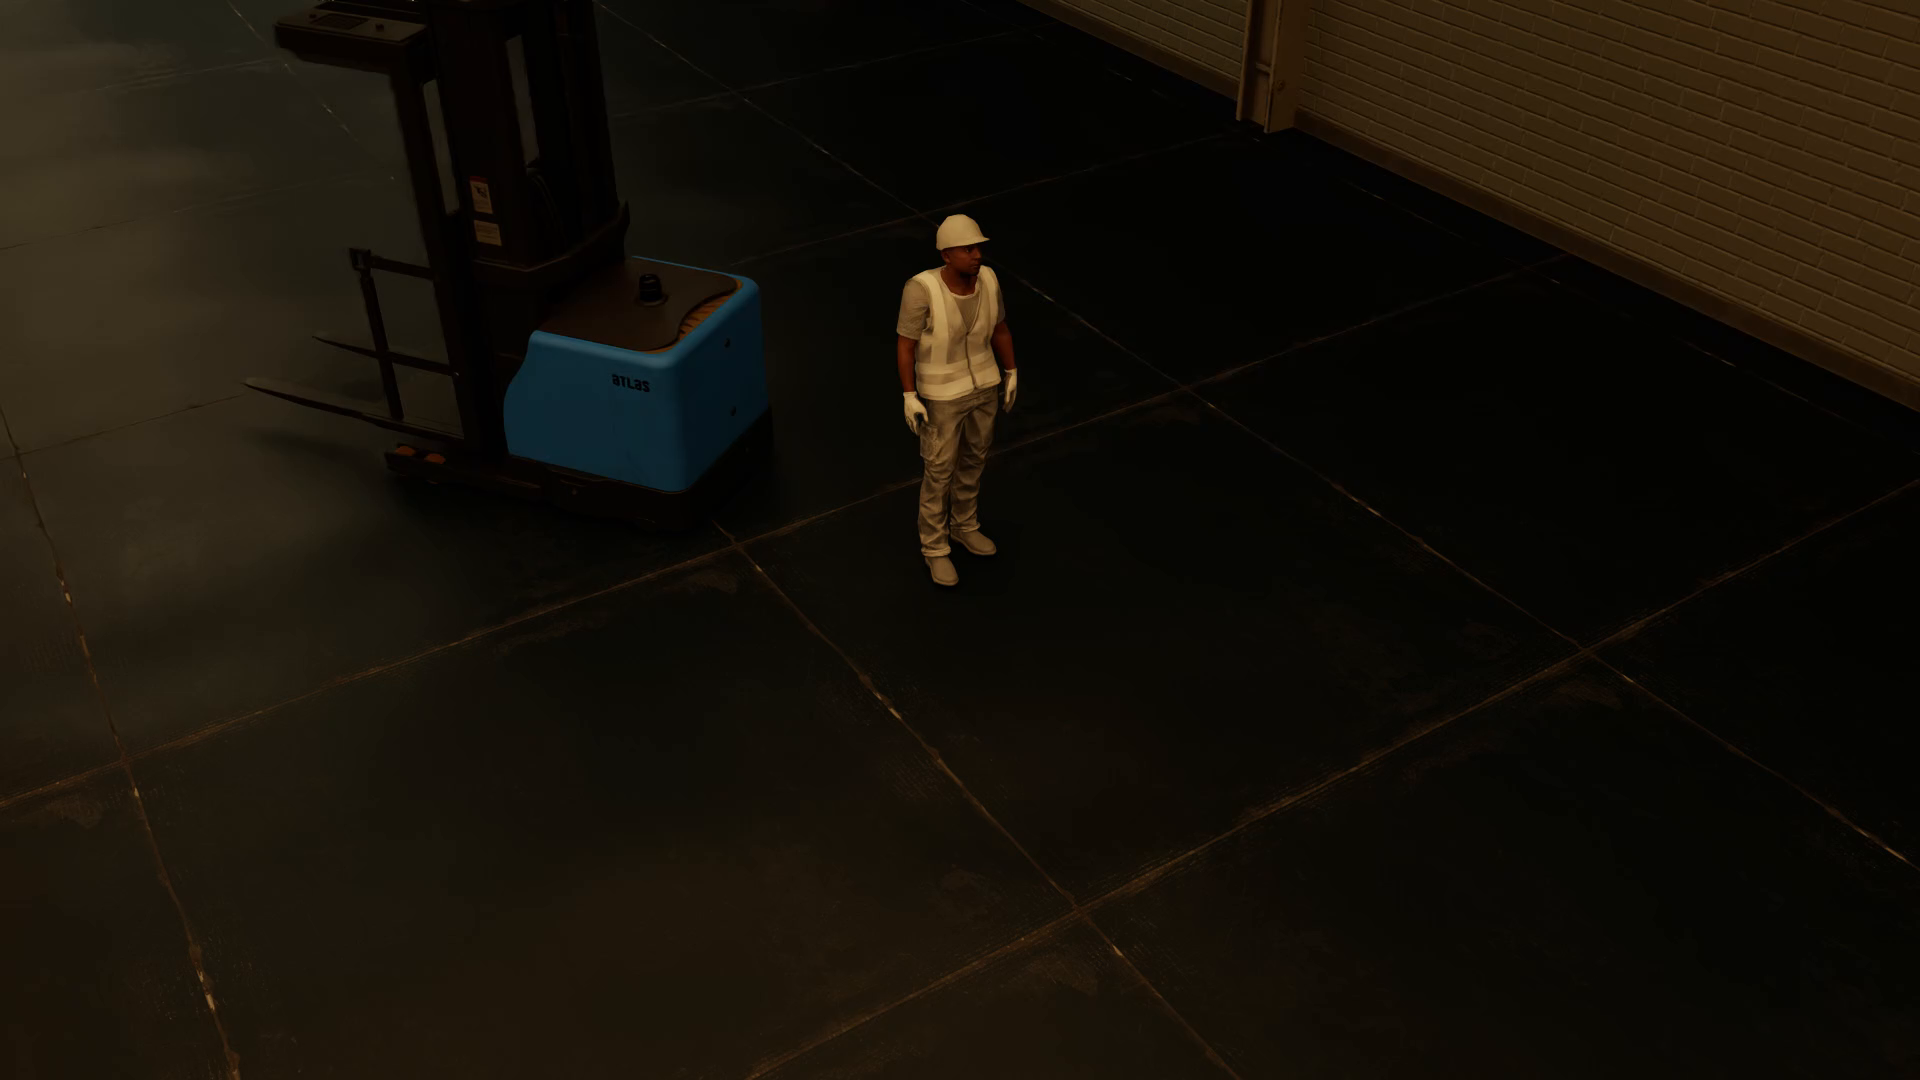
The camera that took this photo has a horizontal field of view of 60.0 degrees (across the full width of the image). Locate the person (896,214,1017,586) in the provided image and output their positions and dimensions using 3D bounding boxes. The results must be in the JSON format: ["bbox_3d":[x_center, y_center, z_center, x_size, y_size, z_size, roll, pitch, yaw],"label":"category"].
[{"bbox_3d":[0.033,-0.698,8.127,0.656,1.784,0.575,-21,40,-27],"label":"person"}]

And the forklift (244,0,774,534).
[{"bbox_3d":[-2.615,-1.773,8.671,3.031,2.935,1.130,13,37,18],"label":"forklift"}]
